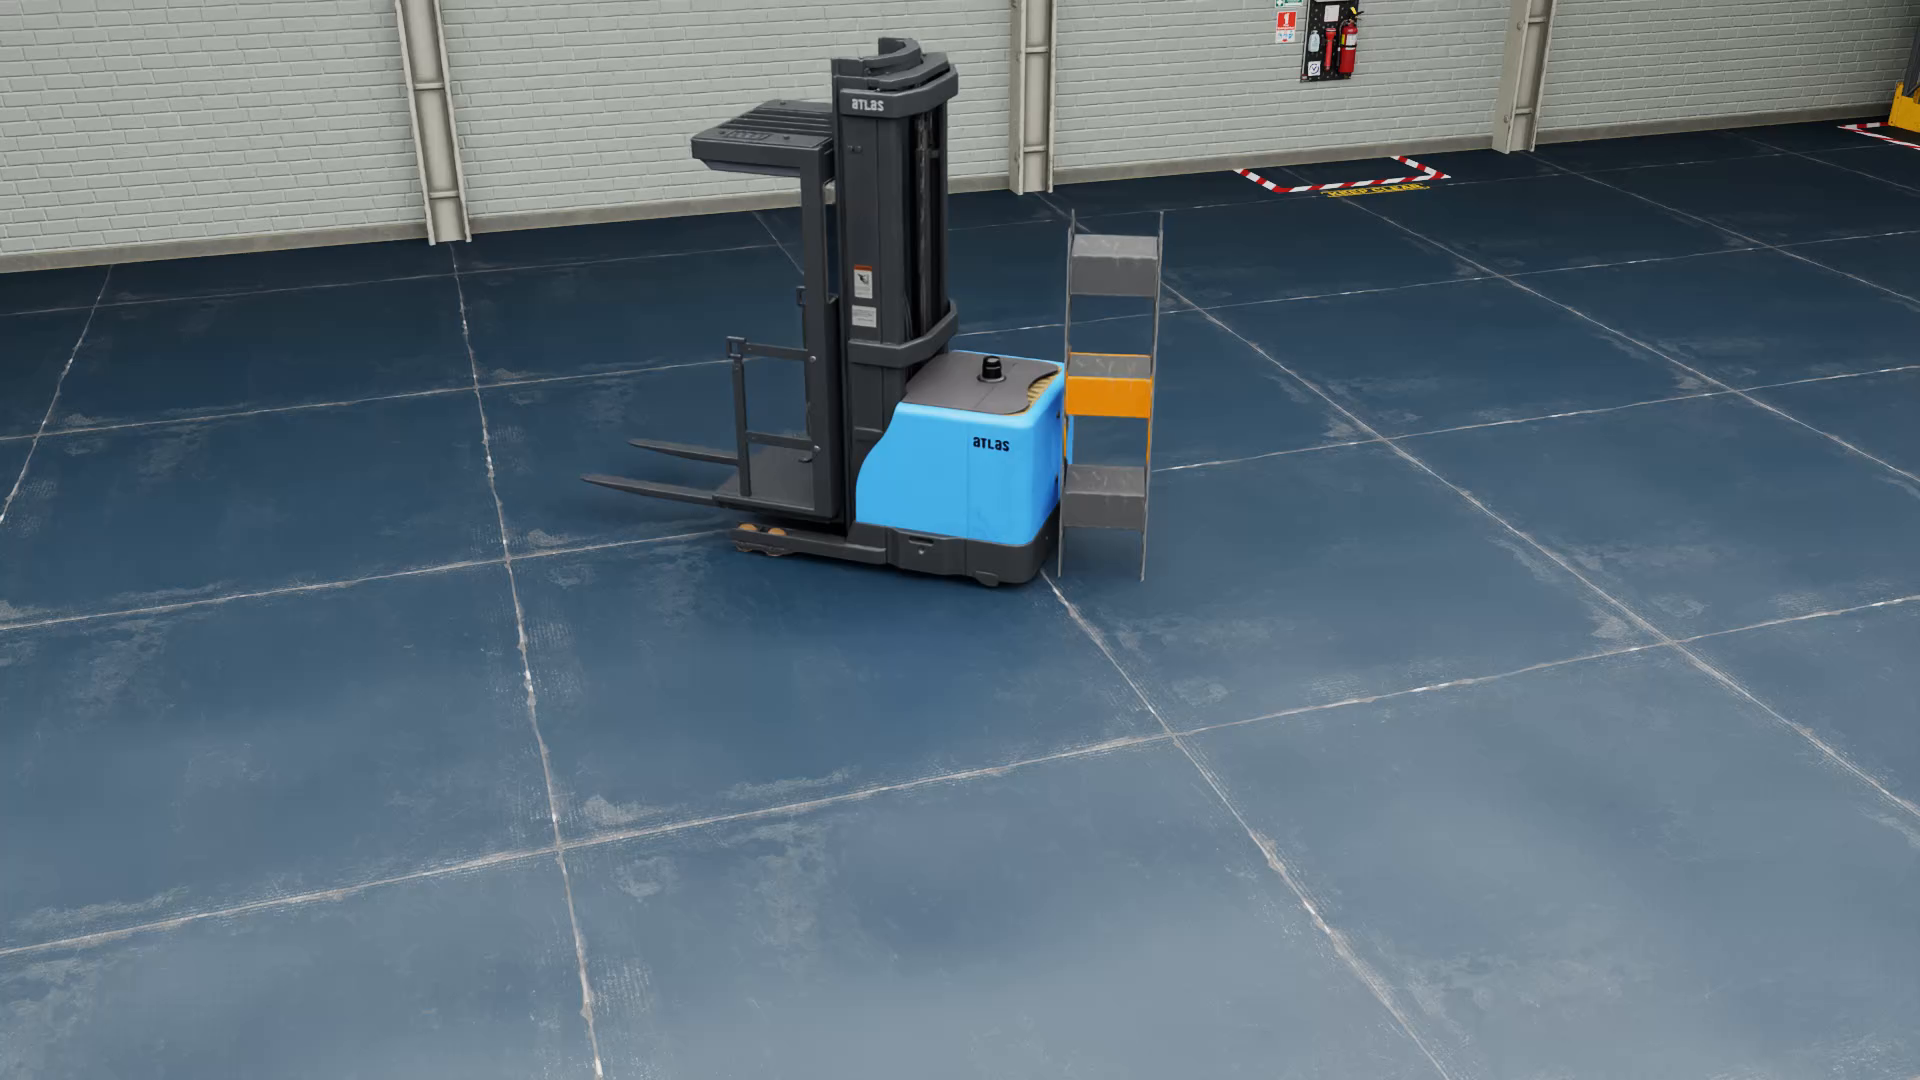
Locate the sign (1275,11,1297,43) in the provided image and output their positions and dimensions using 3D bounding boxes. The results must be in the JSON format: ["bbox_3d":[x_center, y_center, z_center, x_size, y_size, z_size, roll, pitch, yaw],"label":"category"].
[{"bbox_3d":[3.542,-5.575,18.067,0.234,0.329,0.001,-8,28,-16],"label":"sign"}]

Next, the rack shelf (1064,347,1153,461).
[{"bbox_3d":[0.848,-0.780,9.491,0.480,0.518,0.431,3,27,6],"label":"rack shelf"}]

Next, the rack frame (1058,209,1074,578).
[{"bbox_3d":[0.606,-0.804,9.508,0.015,2.100,0.400,3,27,6],"label":"rack frame"}]

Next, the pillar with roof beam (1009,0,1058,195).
[{"bbox_3d":[2.090,-5.957,12.129,0.400,9.000,9.100,-8,28,-16],"label":"pillar with roof beam"}]

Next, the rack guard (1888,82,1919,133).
[{"bbox_3d":[11.841,-5.171,20.104,0.348,0.500,1.175,-8,28,-16],"label":"rack guard"}]

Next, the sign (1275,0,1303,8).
[{"bbox_3d":[3.550,-5.810,17.943,0.331,0.109,0.001,-8,28,-16],"label":"sign"}]

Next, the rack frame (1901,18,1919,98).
[{"bbox_3d":[11.769,-6.280,19.527,0.127,3.000,1.000,-8,28,-16],"label":"rack frame"}]

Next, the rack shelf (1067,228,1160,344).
[{"bbox_3d":[0.848,-1.407,9.179,0.480,0.518,0.431,3,27,6],"label":"rack shelf"}]

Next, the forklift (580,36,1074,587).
[{"bbox_3d":[-0.871,-1.424,9.823,3.031,2.935,1.130,9,28,17],"label":"forklift"}]

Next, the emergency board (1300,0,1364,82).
[{"bbox_3d":[4.100,-5.592,18.141,0.643,1.169,0.194,-8,28,-16],"label":"emergency board"}]

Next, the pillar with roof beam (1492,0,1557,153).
[{"bbox_3d":[7.795,-6.783,13.793,0.400,9.000,9.100,-8,28,-16],"label":"pillar with roof beam"}]

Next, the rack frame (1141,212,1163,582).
[{"bbox_3d":[1.091,-0.781,9.461,0.015,2.100,0.400,3,27,6],"label":"rack frame"}]

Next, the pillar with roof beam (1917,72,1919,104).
[{"bbox_3d":[13.500,-7.609,15.457,0.400,9.000,9.100,-8,28,-16],"label":"pillar with roof beam"}]

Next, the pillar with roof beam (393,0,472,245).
[{"bbox_3d":[-3.615,-5.131,10.465,0.400,9.000,9.100,-8,28,-16],"label":"pillar with roof beam"}]

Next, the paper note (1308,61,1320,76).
[{"bbox_3d":[3.910,-5.202,18.346,0.142,0.148,0.016,-8,28,-16],"label":"paper note"}]

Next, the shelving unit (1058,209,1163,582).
[{"bbox_3d":[0.848,-0.792,9.484,0.503,2.100,0.431,3,27,6],"label":"shelving unit"}]

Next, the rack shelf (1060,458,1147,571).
[{"bbox_3d":[0.848,-0.153,9.802,0.480,0.518,0.431,3,27,6],"label":"rack shelf"}]
